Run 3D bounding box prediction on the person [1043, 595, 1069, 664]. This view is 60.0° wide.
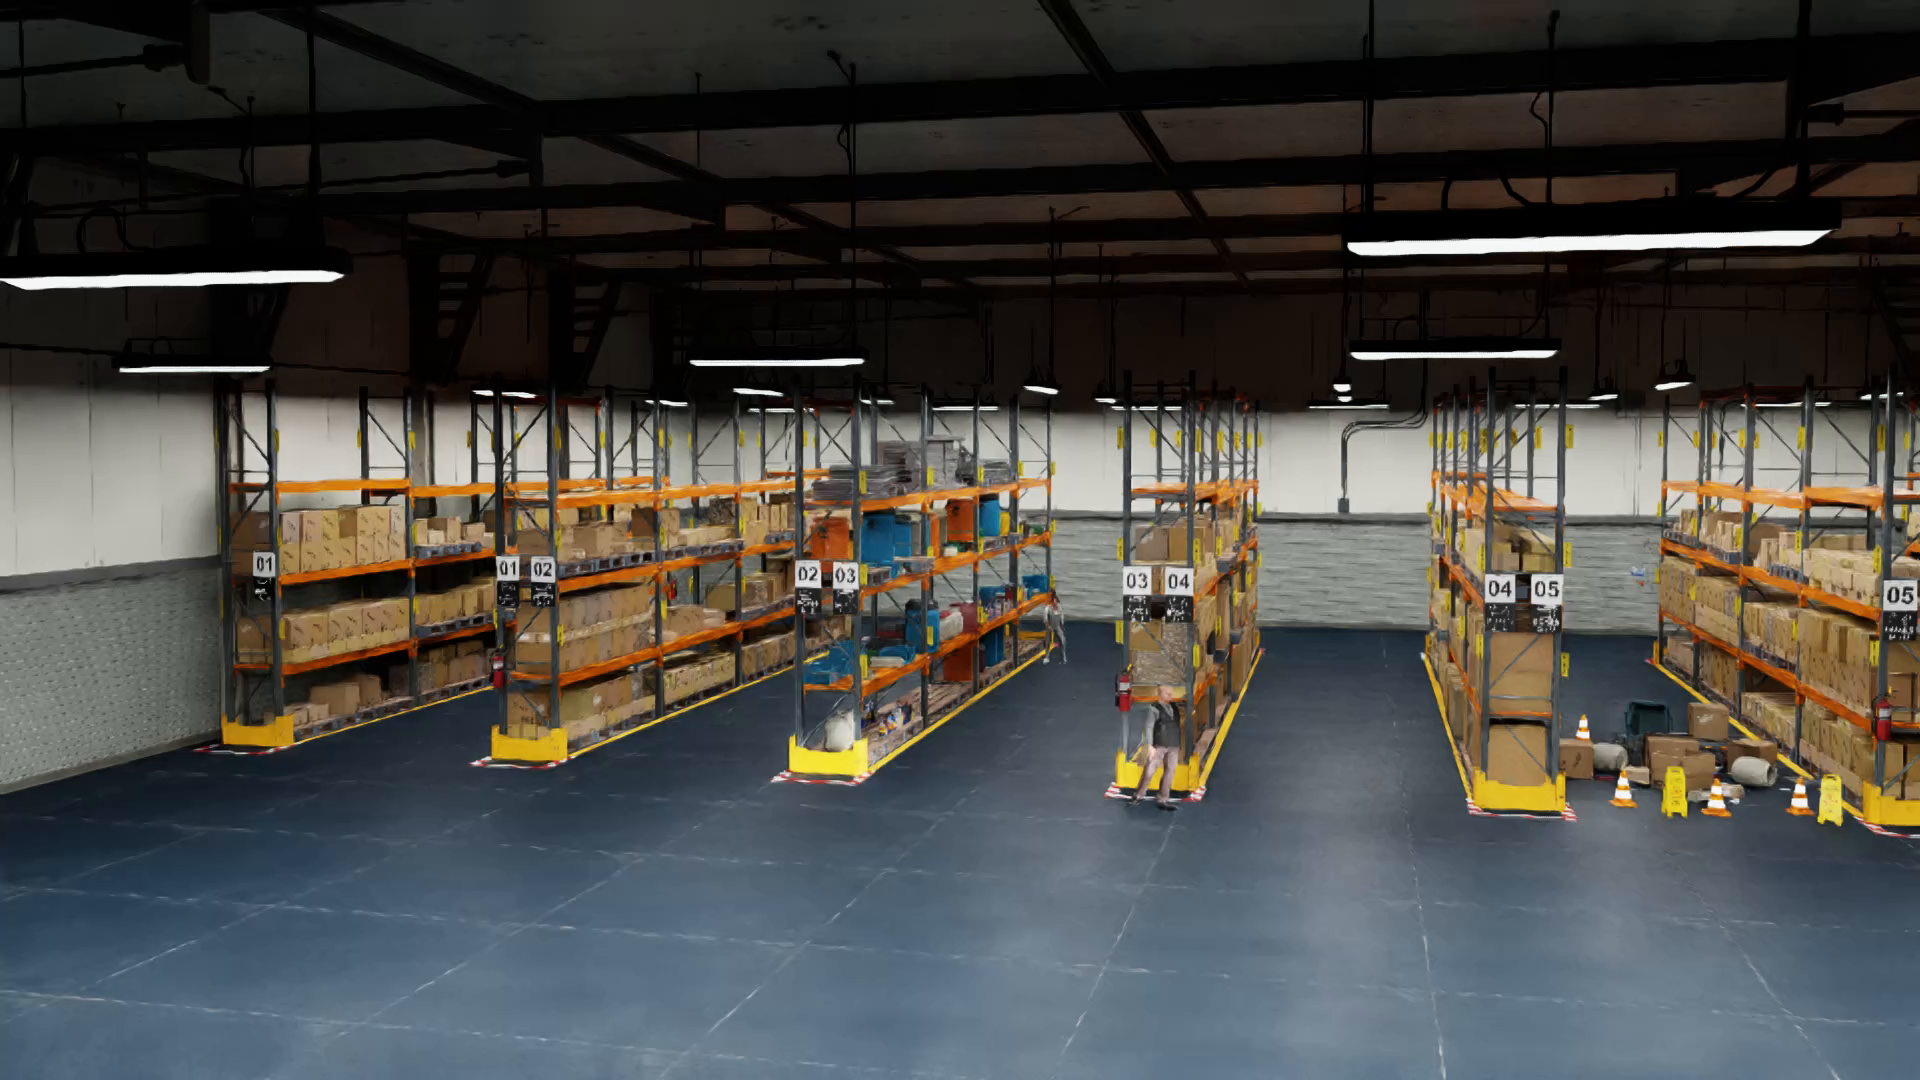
[{"bbox_3d":[2.101,2.046,37.220,0.536,1.439,0.678,-1,3,-10],"label":"person"}]

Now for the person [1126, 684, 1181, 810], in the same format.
[{"bbox_3d":[2.637,2.796,22.527,0.728,1.713,0.517,-2,4,-29],"label":"person"}]
